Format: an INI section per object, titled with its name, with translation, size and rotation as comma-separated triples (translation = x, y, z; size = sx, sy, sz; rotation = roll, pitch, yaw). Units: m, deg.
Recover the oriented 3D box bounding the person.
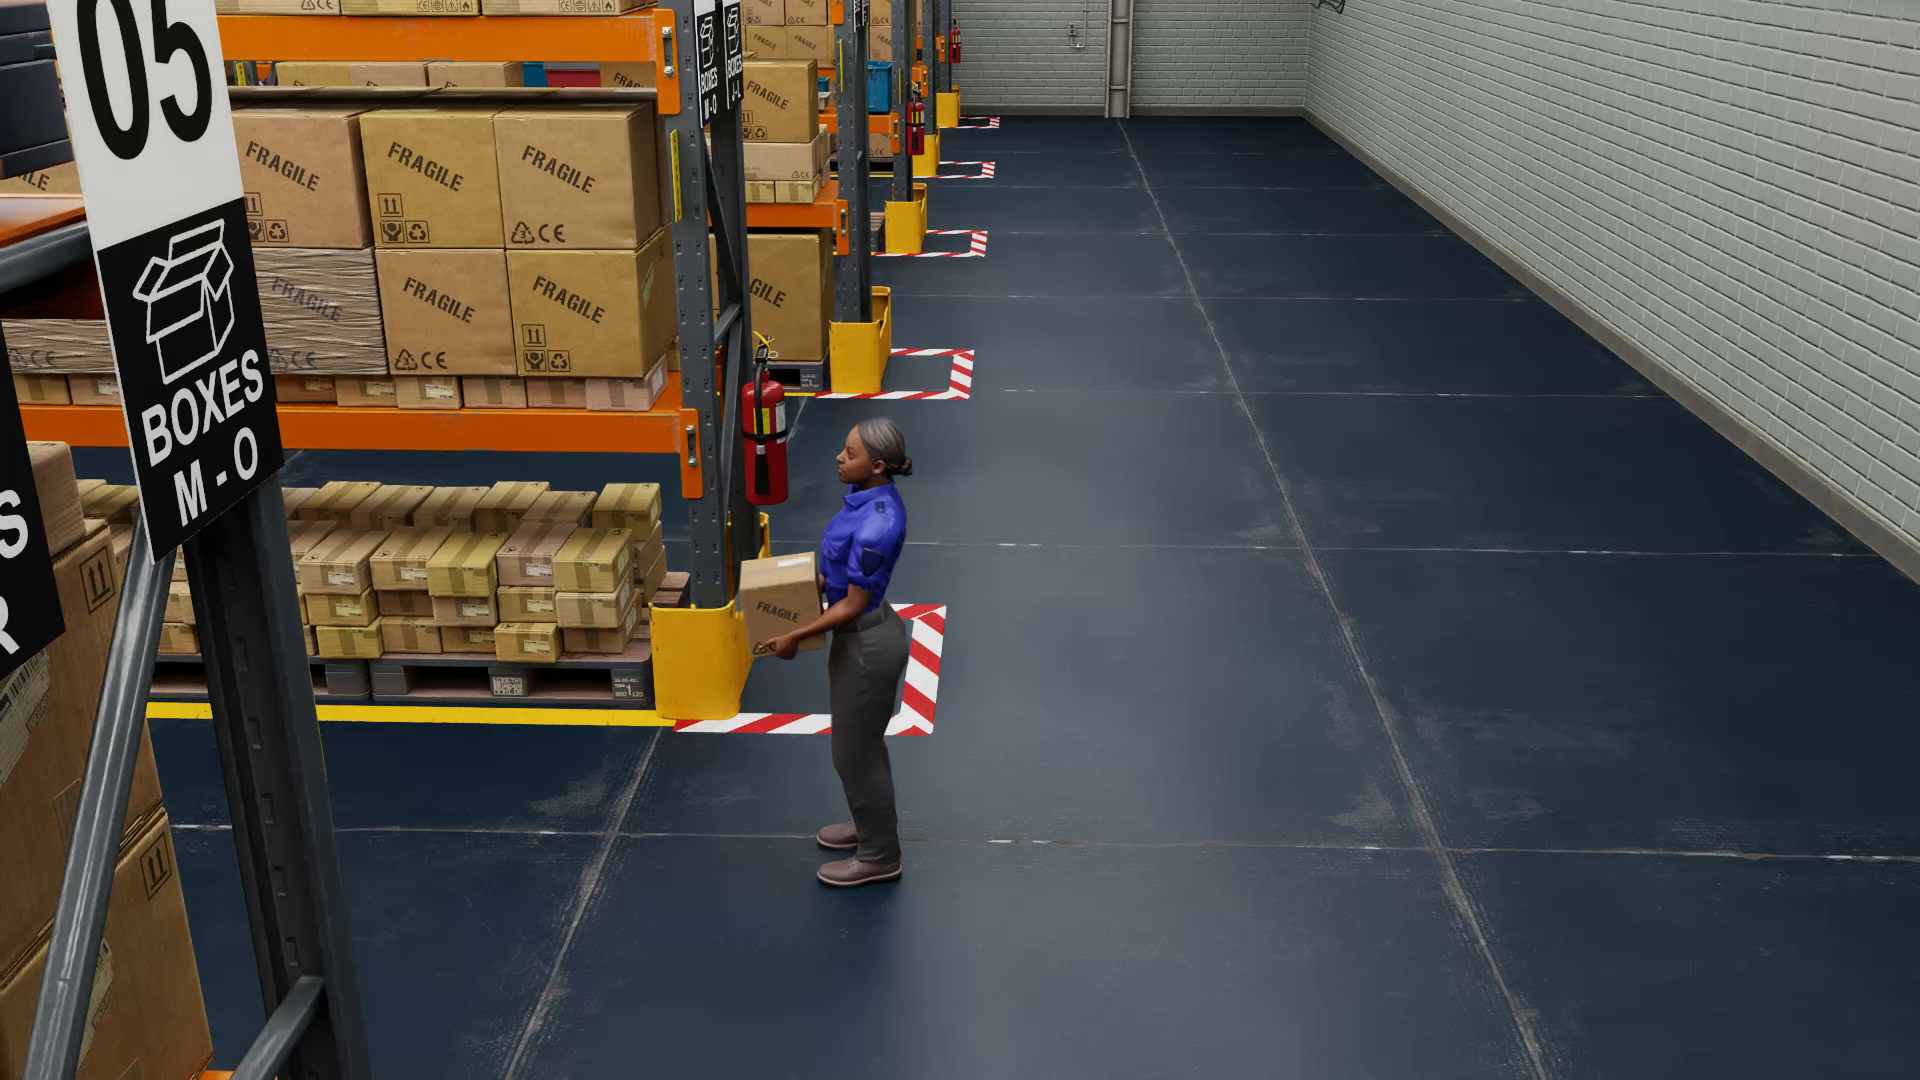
[person]
translation = -0.410, 0.375, 5.620
size = 0.521, 1.645, 0.449
rotation = -2, 21, -5
